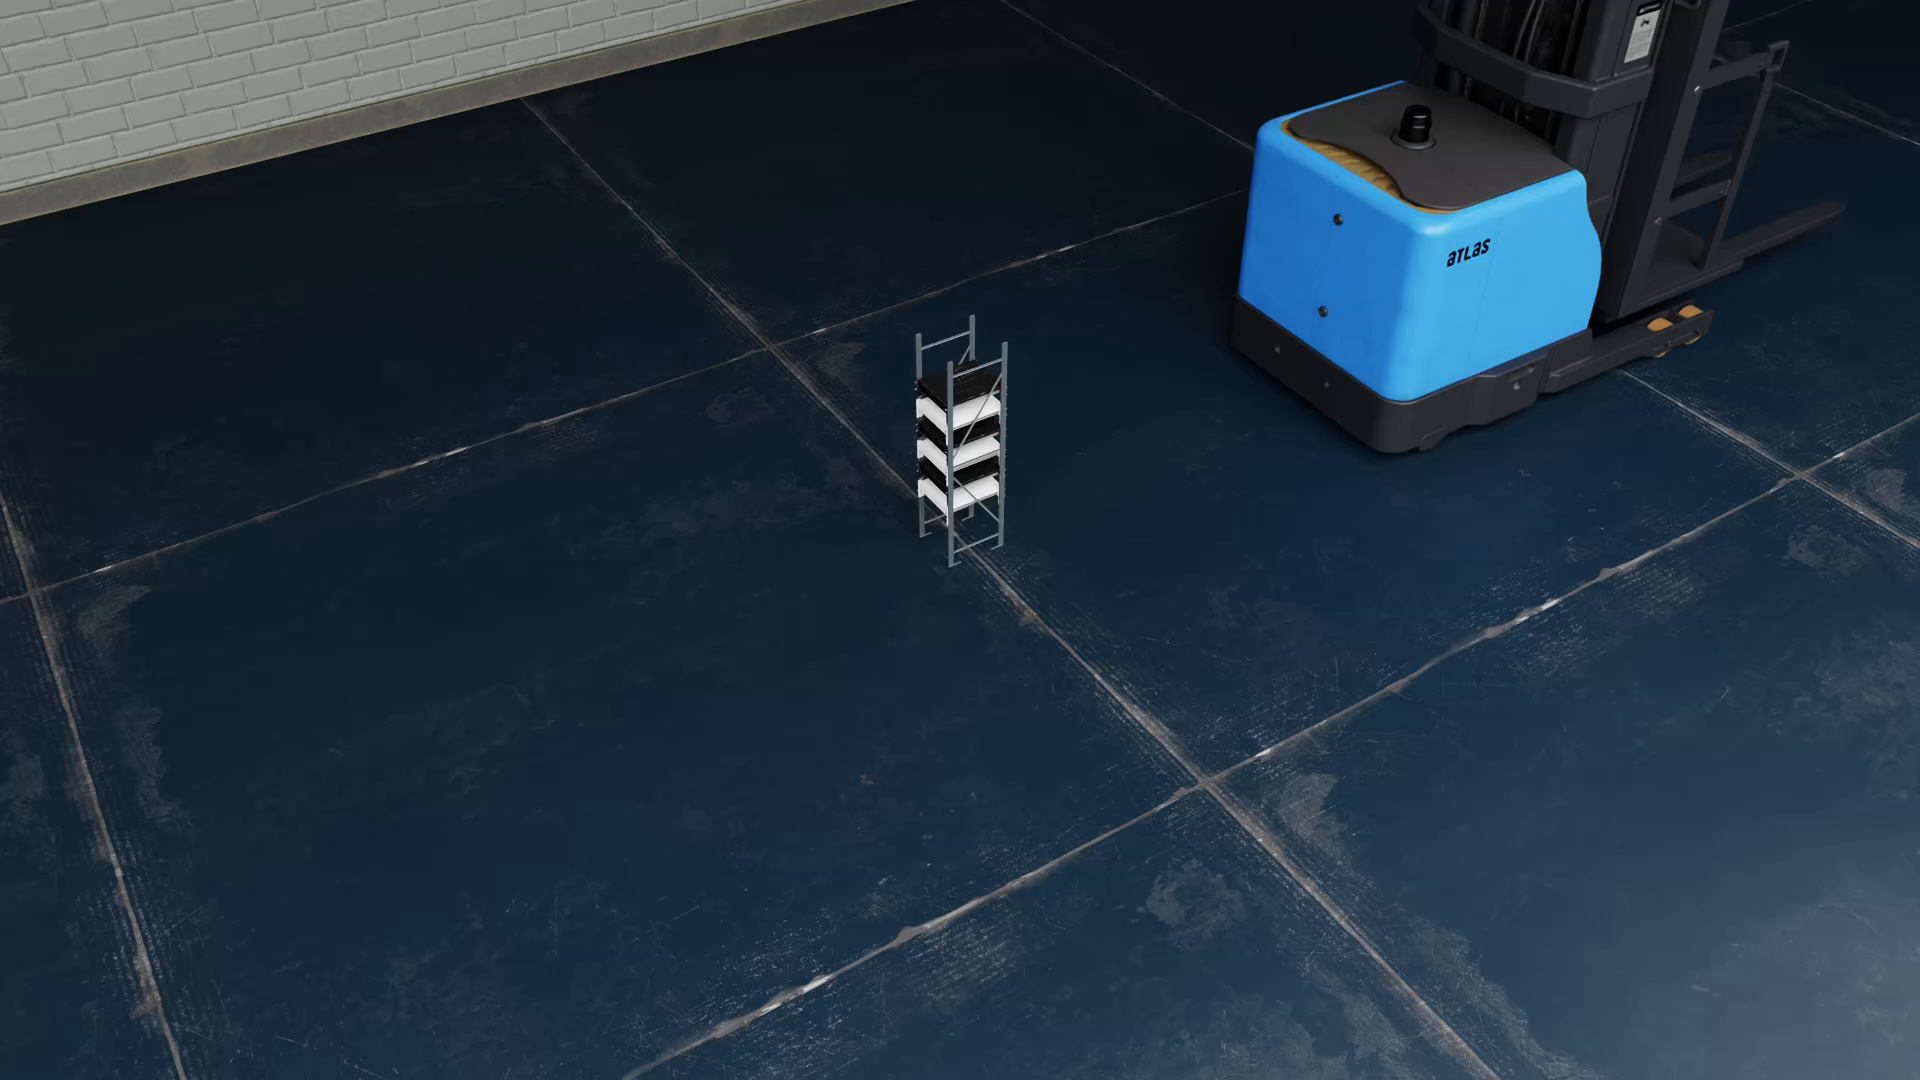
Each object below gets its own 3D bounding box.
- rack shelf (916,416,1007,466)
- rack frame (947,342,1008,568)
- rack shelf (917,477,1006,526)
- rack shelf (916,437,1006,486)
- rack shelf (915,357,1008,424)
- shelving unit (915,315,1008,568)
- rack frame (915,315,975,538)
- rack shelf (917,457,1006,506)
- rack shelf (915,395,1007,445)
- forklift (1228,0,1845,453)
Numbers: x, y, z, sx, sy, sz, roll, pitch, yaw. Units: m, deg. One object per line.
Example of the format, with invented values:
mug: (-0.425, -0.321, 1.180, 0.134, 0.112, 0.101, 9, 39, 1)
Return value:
rack shelf: (0.004, -0.385, 5.920, 0.258, 0.077, 0.200, -22, 45, -24)
rack frame: (0.059, -0.286, 5.891, 0.240, 0.900, 0.006, -22, 45, -24)
rack shelf: (0.004, -0.177, 6.093, 0.258, 0.077, 0.200, -22, 45, -24)
rack shelf: (0.004, -0.316, 5.978, 0.258, 0.077, 0.200, -22, 45, -24)
rack shelf: (0.004, -0.523, 5.805, 0.258, 0.077, 0.200, -22, 45, -24)
shelving unit: (0.004, -0.341, 5.957, 0.258, 0.900, 0.210, -22, 45, -24)
rack frame: (-0.050, -0.396, 6.023, 0.240, 0.900, 0.006, -22, 45, -24)
rack shelf: (0.004, -0.247, 6.036, 0.258, 0.077, 0.200, -22, 45, -24)
rack shelf: (0.004, -0.454, 5.863, 0.258, 0.077, 0.200, -22, 45, -24)
forklift: (2.679, -2.183, 6.580, 3.031, 2.935, 1.130, -22, 44, -24)
